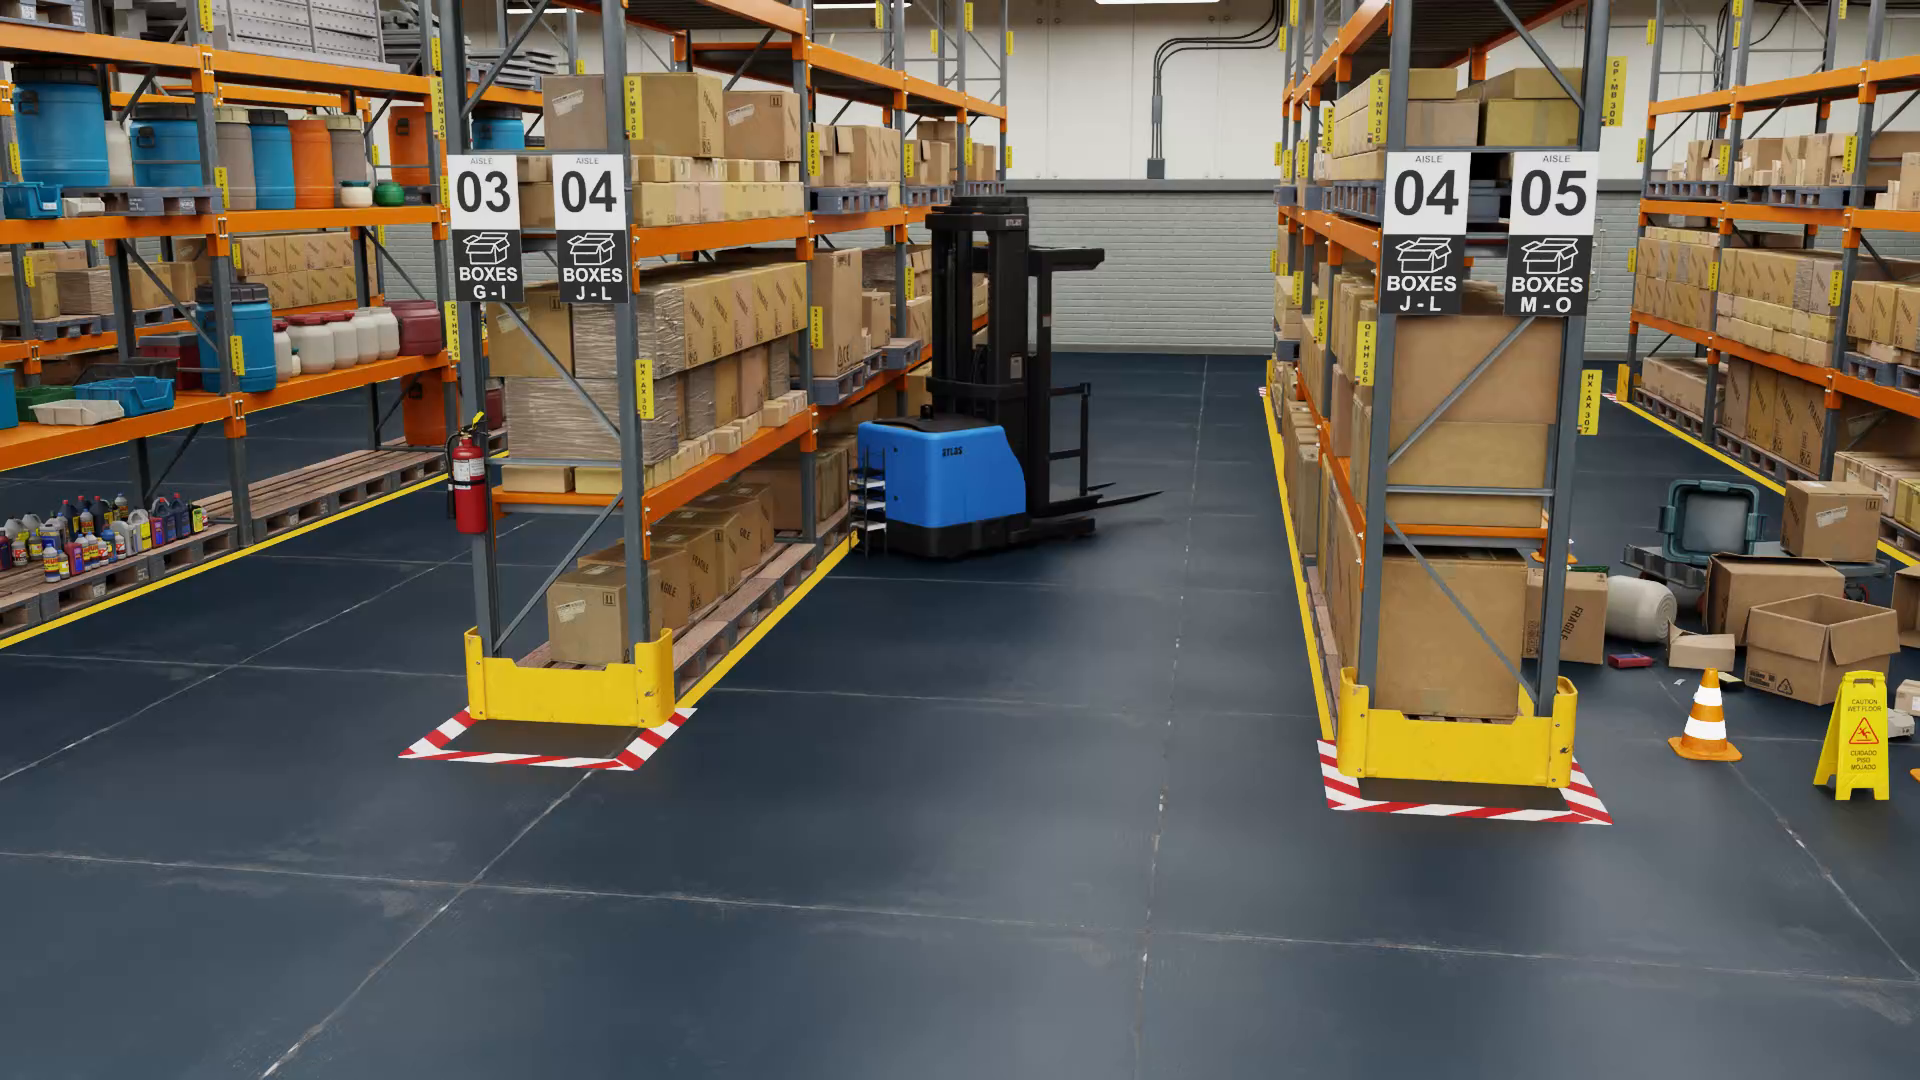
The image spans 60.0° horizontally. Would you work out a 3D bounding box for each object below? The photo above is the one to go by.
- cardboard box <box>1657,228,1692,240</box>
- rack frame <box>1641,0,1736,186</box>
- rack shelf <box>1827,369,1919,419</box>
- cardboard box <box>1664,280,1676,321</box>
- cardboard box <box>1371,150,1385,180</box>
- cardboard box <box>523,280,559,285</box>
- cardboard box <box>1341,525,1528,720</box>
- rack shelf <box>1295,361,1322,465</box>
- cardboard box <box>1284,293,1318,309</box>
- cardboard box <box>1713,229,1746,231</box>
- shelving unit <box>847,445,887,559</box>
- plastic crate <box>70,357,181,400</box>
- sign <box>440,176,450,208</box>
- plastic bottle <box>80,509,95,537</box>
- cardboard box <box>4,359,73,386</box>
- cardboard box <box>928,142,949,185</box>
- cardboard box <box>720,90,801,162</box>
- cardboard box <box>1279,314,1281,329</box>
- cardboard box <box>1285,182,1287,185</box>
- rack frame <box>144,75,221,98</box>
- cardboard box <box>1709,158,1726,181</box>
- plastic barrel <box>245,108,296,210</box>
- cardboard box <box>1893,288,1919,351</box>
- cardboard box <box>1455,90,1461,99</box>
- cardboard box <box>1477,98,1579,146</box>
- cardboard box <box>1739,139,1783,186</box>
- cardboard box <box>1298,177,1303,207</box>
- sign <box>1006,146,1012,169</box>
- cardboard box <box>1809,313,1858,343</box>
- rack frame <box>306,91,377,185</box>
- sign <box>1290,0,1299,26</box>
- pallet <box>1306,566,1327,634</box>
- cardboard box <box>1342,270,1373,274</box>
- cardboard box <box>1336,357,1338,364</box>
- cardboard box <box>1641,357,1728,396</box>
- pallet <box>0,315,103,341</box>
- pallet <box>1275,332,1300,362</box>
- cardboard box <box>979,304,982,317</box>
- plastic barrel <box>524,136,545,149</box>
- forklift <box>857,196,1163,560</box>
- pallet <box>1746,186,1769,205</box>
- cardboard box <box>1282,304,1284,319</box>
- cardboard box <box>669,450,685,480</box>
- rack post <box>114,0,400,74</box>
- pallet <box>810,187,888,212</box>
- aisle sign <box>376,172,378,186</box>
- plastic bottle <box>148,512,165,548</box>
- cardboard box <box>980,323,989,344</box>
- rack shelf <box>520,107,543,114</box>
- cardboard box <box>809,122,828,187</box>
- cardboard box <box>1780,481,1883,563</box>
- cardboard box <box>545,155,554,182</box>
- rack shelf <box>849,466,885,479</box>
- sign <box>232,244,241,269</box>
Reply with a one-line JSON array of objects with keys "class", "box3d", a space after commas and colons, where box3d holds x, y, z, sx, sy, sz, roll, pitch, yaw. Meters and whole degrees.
[{"class": "cardboard box", "box3d": [9.497, -4.065, 22.087, 0.380, 0.149, 0.250, 1, 12, 7]}, {"class": "rack frame", "box3d": [9.971, -6.371, 22.695, 1.000, 3.000, 0.127, 2, 12, 9]}, {"class": "rack shelf", "box3d": [8.433, -1.005, 13.744, 1.077, 0.370, 4.000, 2, 12, 9]}, {"class": "cardboard box", "box3d": [9.407, -3.080, 21.428, 0.500, 0.500, 0.500, 2, 12, 11]}, {"class": "cardboard box", "box3d": [2.320, -1.925, 8.547, 0.380, 0.149, 0.250, 2, 12, 9]}, {"class": "cardboard box", "box3d": [-2.370, -1.338, 10.267, 0.500, 0.500, 0.500, 2, 12, 9]}, {"class": "cardboard box", "box3d": [2.643, 0.443, 9.363, 0.875, 0.875, 0.875, 2, 12, 9]}, {"class": "rack shelf", "box3d": [3.526, -1.144, 14.390, 1.077, 0.370, 4.000, 2, 12, 9]}, {"class": "cardboard box", "box3d": [3.456, -2.402, 16.708, 0.380, 0.149, 0.250, 1, 12, 6]}, {"class": "cardboard box", "box3d": [9.972, -3.944, 21.525, 0.380, 0.149, 0.250, 2, 12, 10]}, {"class": "shelving unit", "box3d": [-0.774, -0.315, 13.815, 0.210, 0.900, 0.258, -11, 17, -40]}, {"class": "plastic crate", "box3d": [-6.767, -1.287, 13.491, 0.767, 0.338, 0.504, 2, 12, 9]}, {"class": "sign", "box3d": [-5.401, -3.653, 17.453, 0.100, 0.325, 0.005, 2, 12, 9]}, {"class": "plastic bottle", "box3d": [-6.998, -0.114, 13.336, 0.097, 0.271, 0.097, 0, 12, 0]}, {"class": "cardboard box", "box3d": [-10.923, -1.990, 19.714, 0.500, 0.250, 0.500, 2, 12, 11]}, {"class": "cardboard box", "box3d": [-0.516, -4.526, 20.021, 0.700, 0.500, 0.500, 2, 12, 10]}, {"class": "cardboard box", "box3d": [-1.484, -3.064, 12.342, 0.500, 0.500, 0.500, 2, 12, 7]}, {"class": "cardboard box", "box3d": [3.617, -2.325, 17.763, 0.380, 0.149, 0.250, 1, 12, 6]}, {"class": "cardboard box", "box3d": [4.424, -4.458, 21.296, 0.500, 0.250, 0.500, 2, 12, 8]}, {"class": "rack frame", "box3d": [-10.224, -6.181, 21.814, 1.000, 3.000, 0.127, 2, 12, 9]}, {"class": "cardboard box", "box3d": [9.138, -4.404, 19.772, 0.396, 0.266, 0.258, 2, 12, 10]}, {"class": "plastic barrel", "box3d": [-6.496, -3.518, 15.389, 0.600, 0.901, 0.708, 2, 12, 9]}, {"class": "cardboard box", "box3d": [8.295, -1.867, 14.095, 0.500, 0.500, 0.500, 2, 12, 10]}, {"class": "cardboard box", "box3d": [3.283, -2.718, 10.334, 0.380, 0.149, 0.250, 2, 12, 8]}, {"class": "cardboard box", "box3d": [2.931, -2.132, 8.560, 0.500, 0.250, 0.500, 2, 12, 9]}, {"class": "cardboard box", "box3d": [8.934, -4.152, 18.285, 0.500, 0.500, 0.500, 2, 12, 8]}, {"class": "cardboard box", "box3d": [3.735, -3.659, 16.995, 0.500, 0.500, 0.500, 2, 12, 9]}, {"class": "sign", "box3d": [0.713, -5.599, 24.321, 0.100, 0.325, 0.005, 2, 12, 9]}, {"class": "cardboard box", "box3d": [8.564, -2.053, 16.069, 0.500, 0.250, 0.500, 2, 12, 8]}, {"class": "rack frame", "box3d": [-9.609, -7.014, 25.678, 1.000, 3.000, 0.127, 2, 12, 9]}, {"class": "sign", "box3d": [3.916, -6.194, 19.471, 0.100, 0.325, 0.005, 2, 12, 9]}, {"class": "pallet", "box3d": [3.025, 0.439, 11.954, 1.003, 0.211, 1.213, 2, 12, 9]}, {"class": "cardboard box", "box3d": [3.524, -2.038, 14.220, 0.700, 0.500, 0.500, 2, 12, 8]}, {"class": "cardboard box", "box3d": [3.174, -1.076, 12.009, 0.875, 0.550, 0.550, 2, 12, 9]}, {"class": "cardboard box", "box3d": [9.968, -2.250, 22.900, 0.875, 0.438, 0.875, 1, 12, 7]}, {"class": "pallet", "box3d": [-10.804, -2.465, 19.268, 1.213, 0.211, 1.003, 2, 12, 9]}, {"class": "pallet", "box3d": [3.838, -1.970, 16.971, 1.213, 0.211, 1.003, 2, 12, 9]}, {"class": "cardboard box", "box3d": [0.096, -3.072, 22.225, 0.380, 0.149, 0.250, 2, 12, 8]}, {"class": "plastic barrel", "box3d": [-5.270, -4.654, 20.406, 0.600, 0.588, 0.600, 0, 12, 0]}, {"class": "forklift", "box3d": [0.555, -1.510, 14.542, 3.031, 2.935, 1.130, -11, 16, -41]}, {"class": "pallet", "box3d": [9.264, -3.786, 18.275, 0.805, 0.209, 1.217, 1, 12, 6]}, {"class": "cardboard box", "box3d": [3.537, -2.368, 17.256, 0.380, 0.149, 0.250, 2, 12, 10]}, {"class": "cardboard box", "box3d": [-1.892, -0.460, 10.106, 0.380, 0.149, 0.250, 2, 12, 9]}, {"class": "rack post", "box3d": [-6.343, -4.865, 15.233, 1.013, 1.000, 3.121, 2, 12, 9]}, {"class": "pallet", "box3d": [-1.310, -2.977, 14.512, 1.213, 0.211, 1.003, 2, 12, 9]}, {"class": "aisle sign", "box3d": [-9.296, -5.356, 26.056, 0.394, 0.787, 0.004, 2, 12, 9]}, {"class": "plastic bottle", "box3d": [-6.388, -0.090, 13.196, 0.061, 0.283, 0.133, 3, 12, 12]}, {"class": "cardboard box", "box3d": [0.020, -2.601, 23.487, 0.875, 0.875, 0.875, 2, 12, 9]}, {"class": "rack shelf", "box3d": [-5.023, -5.889, 23.116, 1.077, 0.370, 4.000, 2, 12, 9]}, {"class": "cardboard box", "box3d": [-1.496, -3.078, 13.294, 0.797, 0.503, 0.637, 1, 12, 6]}, {"class": "cardboard box", "box3d": [6.362, -0.140, 12.158, 0.500, 0.500, 0.500, 2, 12, 9]}, {"class": "cardboard box", "box3d": [-2.391, -2.135, 9.569, 0.380, 0.149, 0.250, 1, 12, 7]}, {"class": "rack shelf", "box3d": [-0.776, -0.546, 13.764, 0.200, 0.077, 0.258, -11, 17, -40]}, {"class": "sign", "box3d": [-9.675, -3.797, 22.244, 0.100, 0.325, 0.005, 2, 12, 9]}]
